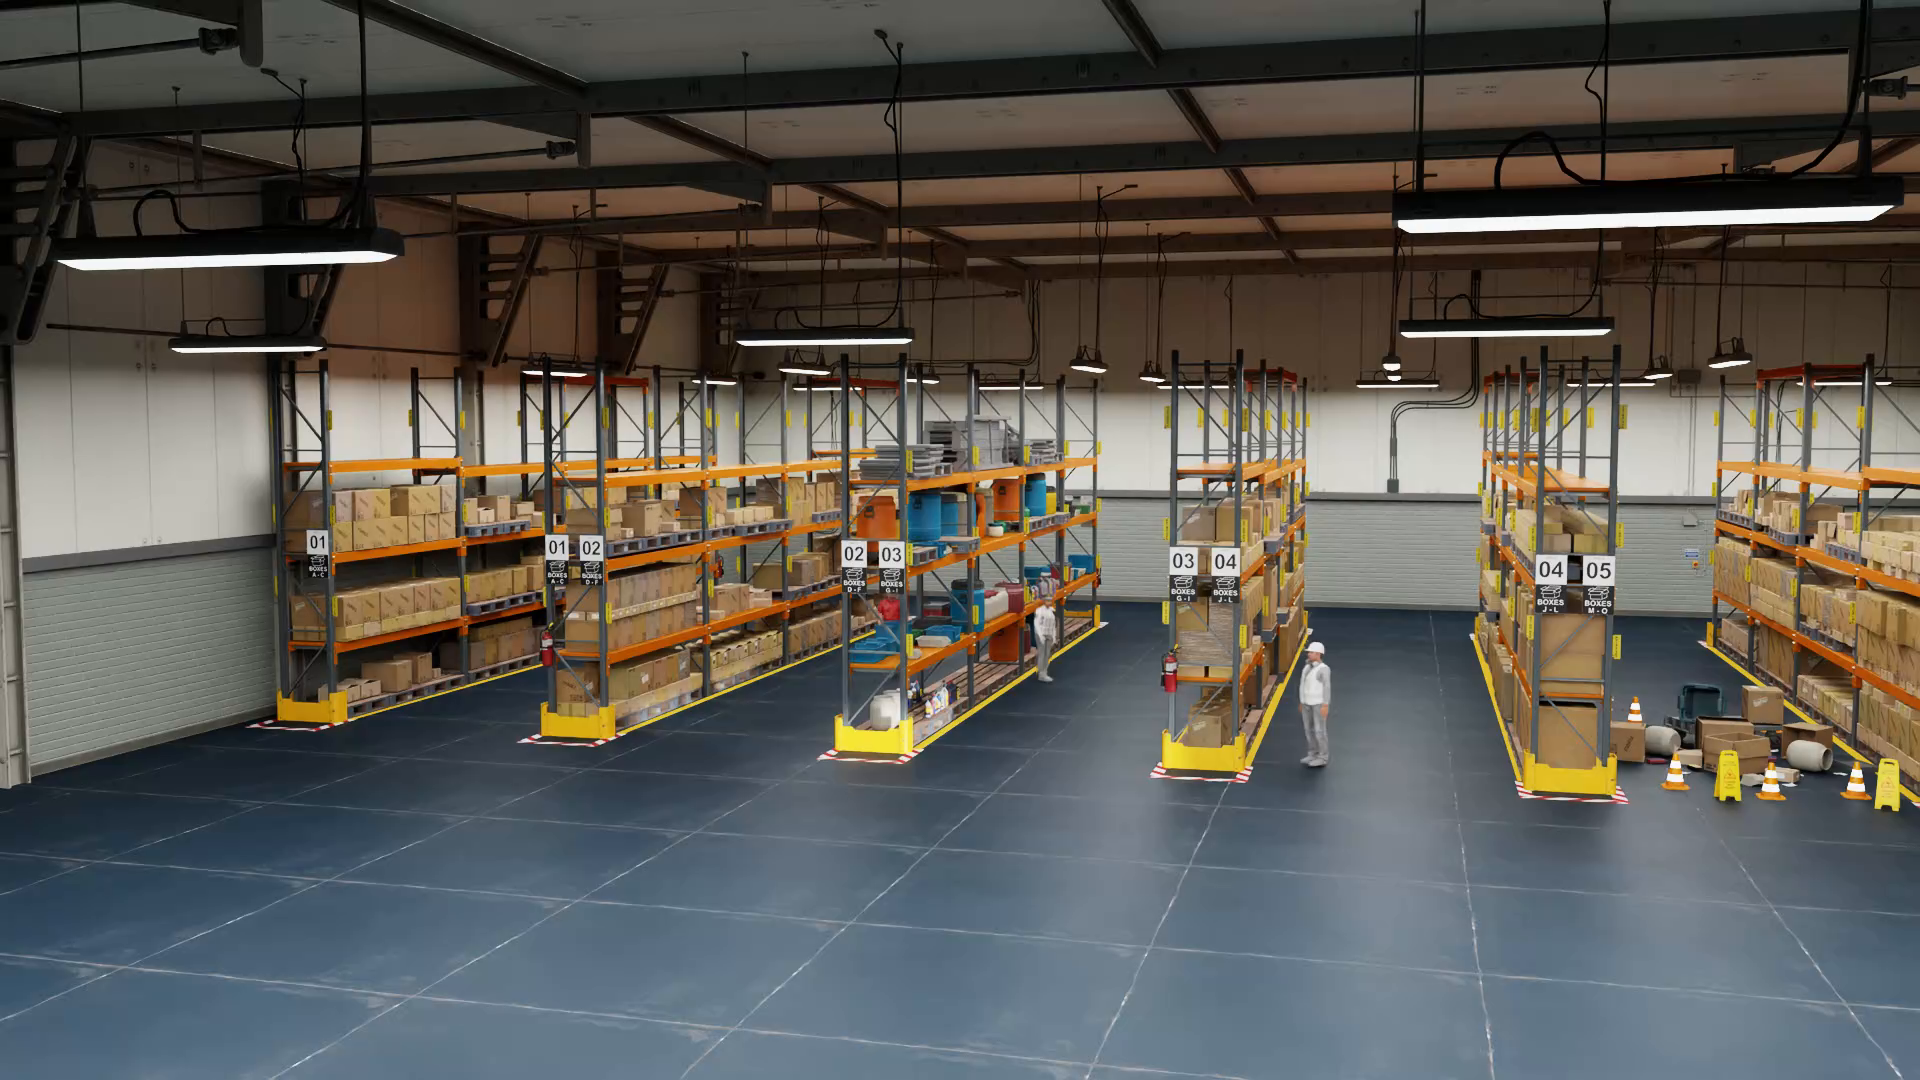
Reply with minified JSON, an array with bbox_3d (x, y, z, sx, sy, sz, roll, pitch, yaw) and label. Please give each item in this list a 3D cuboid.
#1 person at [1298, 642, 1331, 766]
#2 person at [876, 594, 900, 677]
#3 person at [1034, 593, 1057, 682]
[{"bbox_3d":[5.139,2.373,24.147,0.366,1.784,0.583,-2,5,-30],"label":"person"},{"bbox_3d":[-1.386,1.766,32.272,0.520,1.673,0.900,2,5,26],"label":"person"},{"bbox_3d":[1.638,1.841,31.626,0.511,1.677,0.394,-3,5,-37],"label":"person"}]
